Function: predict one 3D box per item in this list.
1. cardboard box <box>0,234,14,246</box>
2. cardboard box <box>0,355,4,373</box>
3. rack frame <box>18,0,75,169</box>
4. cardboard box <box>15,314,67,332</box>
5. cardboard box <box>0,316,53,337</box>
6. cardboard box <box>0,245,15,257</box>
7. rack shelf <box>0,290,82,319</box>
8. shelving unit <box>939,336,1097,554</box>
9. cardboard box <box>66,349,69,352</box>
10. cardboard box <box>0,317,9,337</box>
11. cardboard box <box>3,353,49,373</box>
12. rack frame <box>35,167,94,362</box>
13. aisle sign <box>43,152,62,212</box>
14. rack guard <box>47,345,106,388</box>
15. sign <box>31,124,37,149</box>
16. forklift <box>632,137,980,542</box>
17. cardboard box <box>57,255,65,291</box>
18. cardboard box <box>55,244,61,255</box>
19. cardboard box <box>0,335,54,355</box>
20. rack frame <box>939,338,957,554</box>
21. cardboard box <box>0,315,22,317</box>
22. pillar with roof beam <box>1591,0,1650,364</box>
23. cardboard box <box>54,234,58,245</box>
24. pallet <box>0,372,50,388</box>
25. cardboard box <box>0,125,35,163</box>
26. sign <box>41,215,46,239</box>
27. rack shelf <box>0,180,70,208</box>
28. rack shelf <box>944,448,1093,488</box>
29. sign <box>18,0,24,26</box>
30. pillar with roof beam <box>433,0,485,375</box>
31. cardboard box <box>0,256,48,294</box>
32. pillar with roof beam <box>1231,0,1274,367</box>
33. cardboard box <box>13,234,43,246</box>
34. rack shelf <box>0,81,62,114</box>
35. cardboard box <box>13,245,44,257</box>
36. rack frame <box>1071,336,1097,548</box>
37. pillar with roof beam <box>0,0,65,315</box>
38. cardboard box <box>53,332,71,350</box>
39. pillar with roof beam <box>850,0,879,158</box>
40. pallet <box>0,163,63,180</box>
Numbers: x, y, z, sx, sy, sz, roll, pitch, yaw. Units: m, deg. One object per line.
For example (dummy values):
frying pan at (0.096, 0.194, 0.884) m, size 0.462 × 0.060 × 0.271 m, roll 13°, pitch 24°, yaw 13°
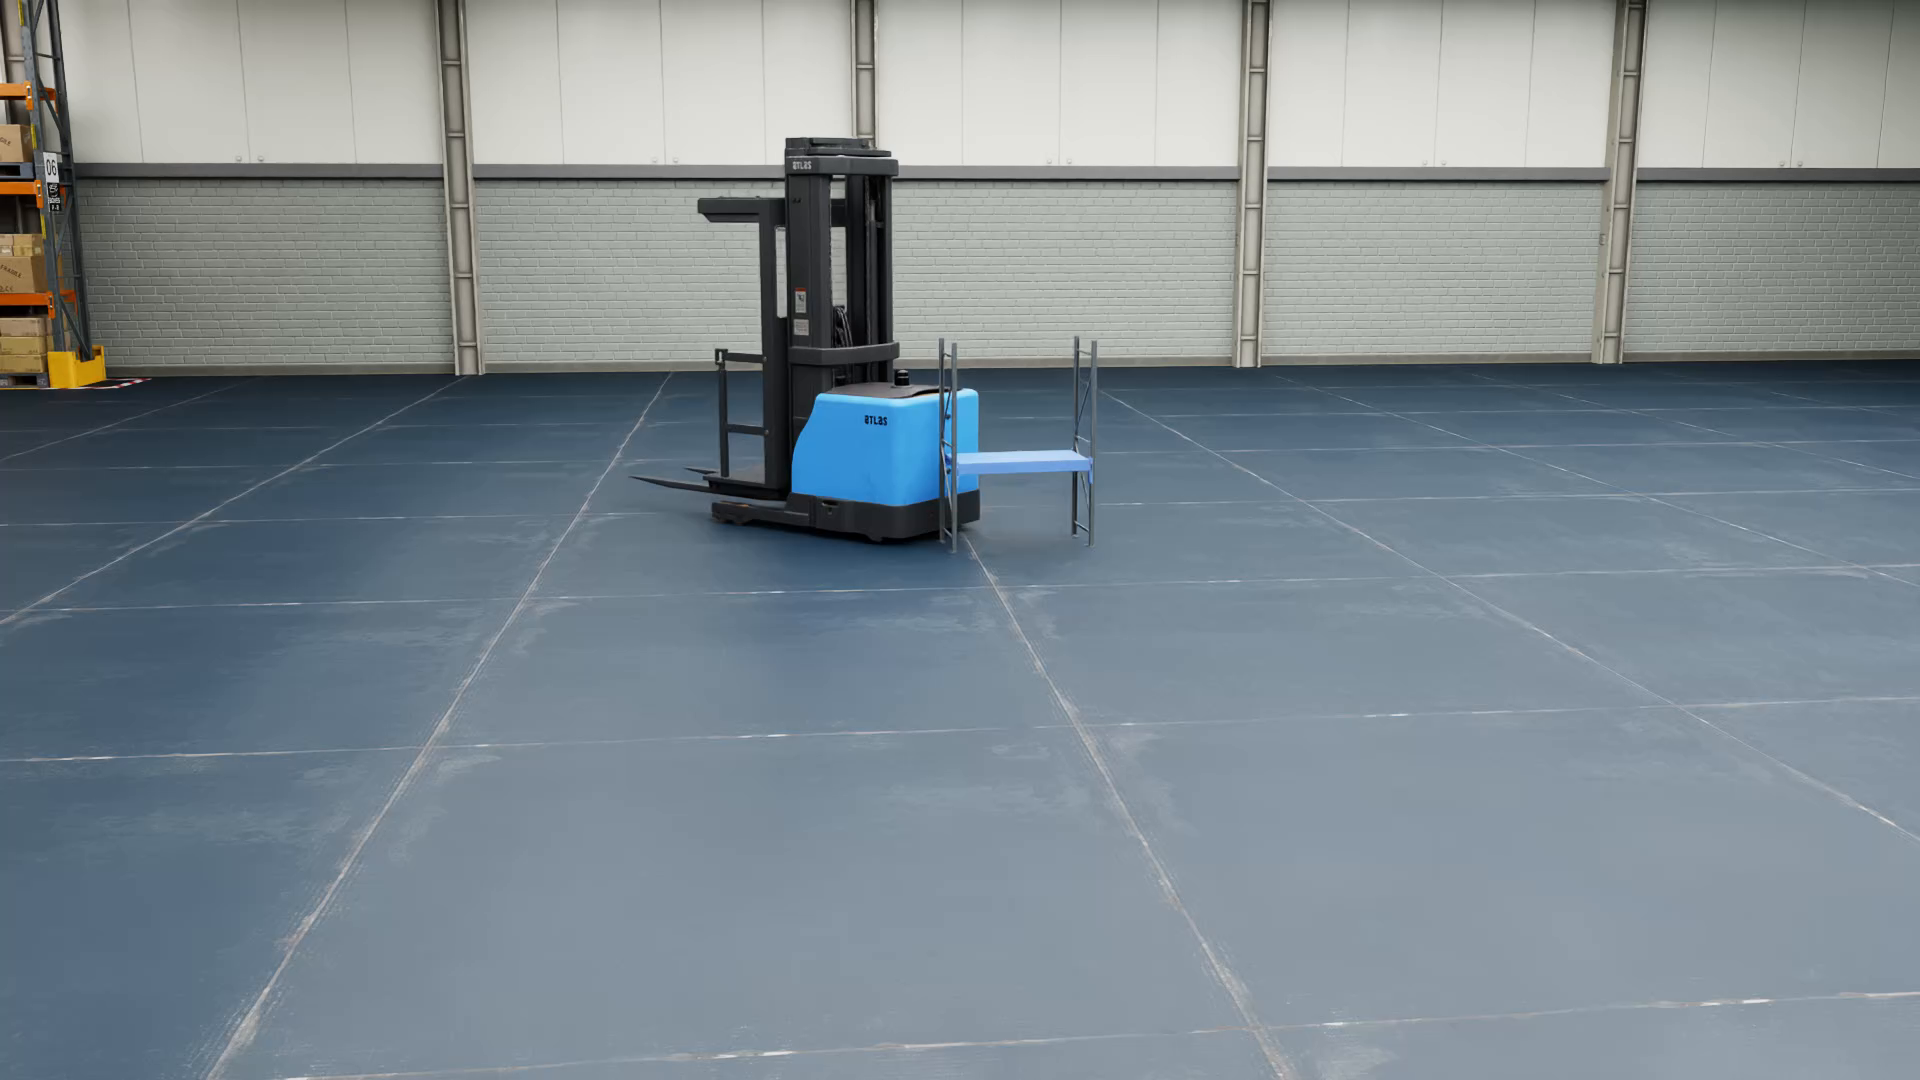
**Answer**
cardboard box at (-13.143, -4.149, 22.985) m, size 0.250 × 0.149 × 0.380 m, roll -1°, pitch 11°, yaw -6°
cardboard box at (-13.496, -2.473, 23.209) m, size 0.500 × 0.250 × 0.500 m, roll -1°, pitch 11°, yaw -6°
rack frame at (-12.568, -6.638, 22.807) m, size 0.127 × 3.000 × 1.000 m, roll -1°, pitch 11°, yaw -6°
cardboard box at (-13.066, -3.068, 23.648) m, size 0.500 × 0.250 × 0.500 m, roll -1°, pitch 11°, yaw -7°
cardboard box at (-12.992, -2.973, 23.161) m, size 0.500 × 0.250 × 0.500 m, roll -1°, pitch 11°, yaw -4°
cardboard box at (-13.133, -3.990, 22.947) m, size 0.250 × 0.149 × 0.380 m, roll -1°, pitch 11°, yaw -5°
rack shelf at (-14.556, -3.300, 23.243) m, size 4.000 × 0.370 × 1.077 m, roll -1°, pitch 11°, yaw -6°
shelving unit at (0.410, -0.704, 12.060) m, size 1.048 × 1.500 × 0.538 m, roll -2°, pitch 11°, yaw -12°
cardboard box at (-13.077, -2.579, 23.749) m, size 0.500 × 0.250 × 0.500 m, roll -1°, pitch 11°, yaw -6°
cardboard box at (-13.499, -2.961, 23.101) m, size 0.500 × 0.250 × 0.500 m, roll -1°, pitch 11°, yaw -5°
cardboard box at (-13.001, -2.481, 23.252) m, size 0.500 × 0.250 × 0.500 m, roll -1°, pitch 11°, yaw -6°
rack frame at (-12.568, -3.695, 23.386) m, size 0.127 × 3.000 × 1.000 m, roll -1°, pitch 11°, yaw -6°
aisle sign at (-12.471, -4.915, 22.855) m, size 0.004 × 0.787 × 0.394 m, roll -1°, pitch 11°, yaw -6°
rack guard at (-12.544, -2.469, 23.629) m, size 0.348 × 0.500 × 1.175 m, roll -1°, pitch 11°, yaw -6°
sign at (-12.523, -5.458, 22.488) m, size 0.005 × 0.325 × 0.100 m, roll -1°, pitch 11°, yaw -6°
forklift at (-1.332, -1.625, 13.036) m, size 3.031 × 2.935 × 1.130 m, roll 8°, pitch 14°, yaw 36°
cardboard box at (-13.090, -3.787, 23.595) m, size 0.500 × 0.500 × 0.500 m, roll -1°, pitch 11°, yaw -4°
cardboard box at (-12.933, -4.105, 23.531) m, size 0.250 × 0.149 × 0.380 m, roll -1°, pitch 11°, yaw -8°
cardboard box at (-13.018, -2.727, 23.206) m, size 0.500 × 0.250 × 0.500 m, roll -1°, pitch 11°, yaw -7°
rack frame at (-0.087, -0.683, 11.956) m, size 0.032 × 1.500 × 0.500 m, roll -2°, pitch 11°, yaw -12°
cardboard box at (-13.562, -3.057, 23.591) m, size 0.500 × 0.250 × 0.500 m, roll -1°, pitch 11°, yaw -6°
pillar with roof beam at (10.967, -6.471, 21.956) m, size 0.400 × 9.000 × 9.100 m, roll -1°, pitch 11°, yaw -6°
cardboard box at (-12.925, -4.242, 23.458) m, size 0.250 × 0.149 × 0.380 m, roll -1°, pitch 11°, yaw -7°
pallet at (-13.323, -2.303, 23.533) m, size 1.213 × 0.211 × 1.003 m, roll -1°, pitch 11°, yaw -6°
cardboard box at (-12.981, -5.415, 22.752) m, size 0.500 × 0.500 × 0.500 m, roll -1°, pitch 11°, yaw -4°
sign at (-12.523, -4.275, 22.720) m, size 0.005 × 0.325 × 0.100 m, roll -1°, pitch 11°, yaw -6°
rack shelf at (-14.556, -4.772, 22.954) m, size 4.000 × 0.370 × 1.077 m, roll -1°, pitch 11°, yaw -6°
rack shelf at (0.410, -0.527, 12.094) m, size 1.000 × 0.185 × 0.538 m, roll -2°, pitch 11°, yaw -12°
sign at (-12.523, -7.031, 22.178) m, size 0.005 × 0.325 × 0.100 m, roll -1°, pitch 11°, yaw -6°
pillar with roof beam at (-6.927, -6.096, 20.049) m, size 0.400 × 9.000 × 9.100 m, roll -1°, pitch 11°, yaw -6°
cardboard box at (-13.029, -3.683, 23.068) m, size 0.500 × 0.500 × 0.500 m, roll -1°, pitch 11°, yaw -7°
pillar with roof beam at (5.002, -6.346, 21.320) m, size 0.400 × 9.000 × 9.100 m, roll -1°, pitch 11°, yaw -6°
cardboard box at (-12.901, -4.160, 23.041) m, size 0.250 × 0.149 × 0.380 m, roll -1°, pitch 11°, yaw -6°
rack shelf at (-14.556, -6.047, 22.703) m, size 4.000 × 0.370 × 1.077 m, roll -1°, pitch 11°, yaw -6°
cardboard box at (-12.882, -4.001, 23.003) m, size 0.250 × 0.149 × 0.380 m, roll -1°, pitch 11°, yaw -5°
rack frame at (0.908, -0.724, 12.164) m, size 0.032 × 1.500 × 0.500 m, roll -2°, pitch 11°, yaw -12°
pillar with roof beam at (-12.892, -5.971, 19.413) m, size 0.400 × 9.000 × 9.100 m, roll -1°, pitch 11°, yaw -6°
cardboard box at (-13.058, -2.827, 23.715) m, size 0.500 × 0.250 × 0.500 m, roll -1°, pitch 11°, yaw -5°
pillar with roof beam at (-0.963, -6.221, 20.685) m, size 0.400 × 9.000 × 9.100 m, roll -1°, pitch 11°, yaw -6°
pallet at (-13.273, -5.113, 23.055) m, size 1.213 × 0.211 × 1.003 m, roll -1°, pitch 11°, yaw -6°
